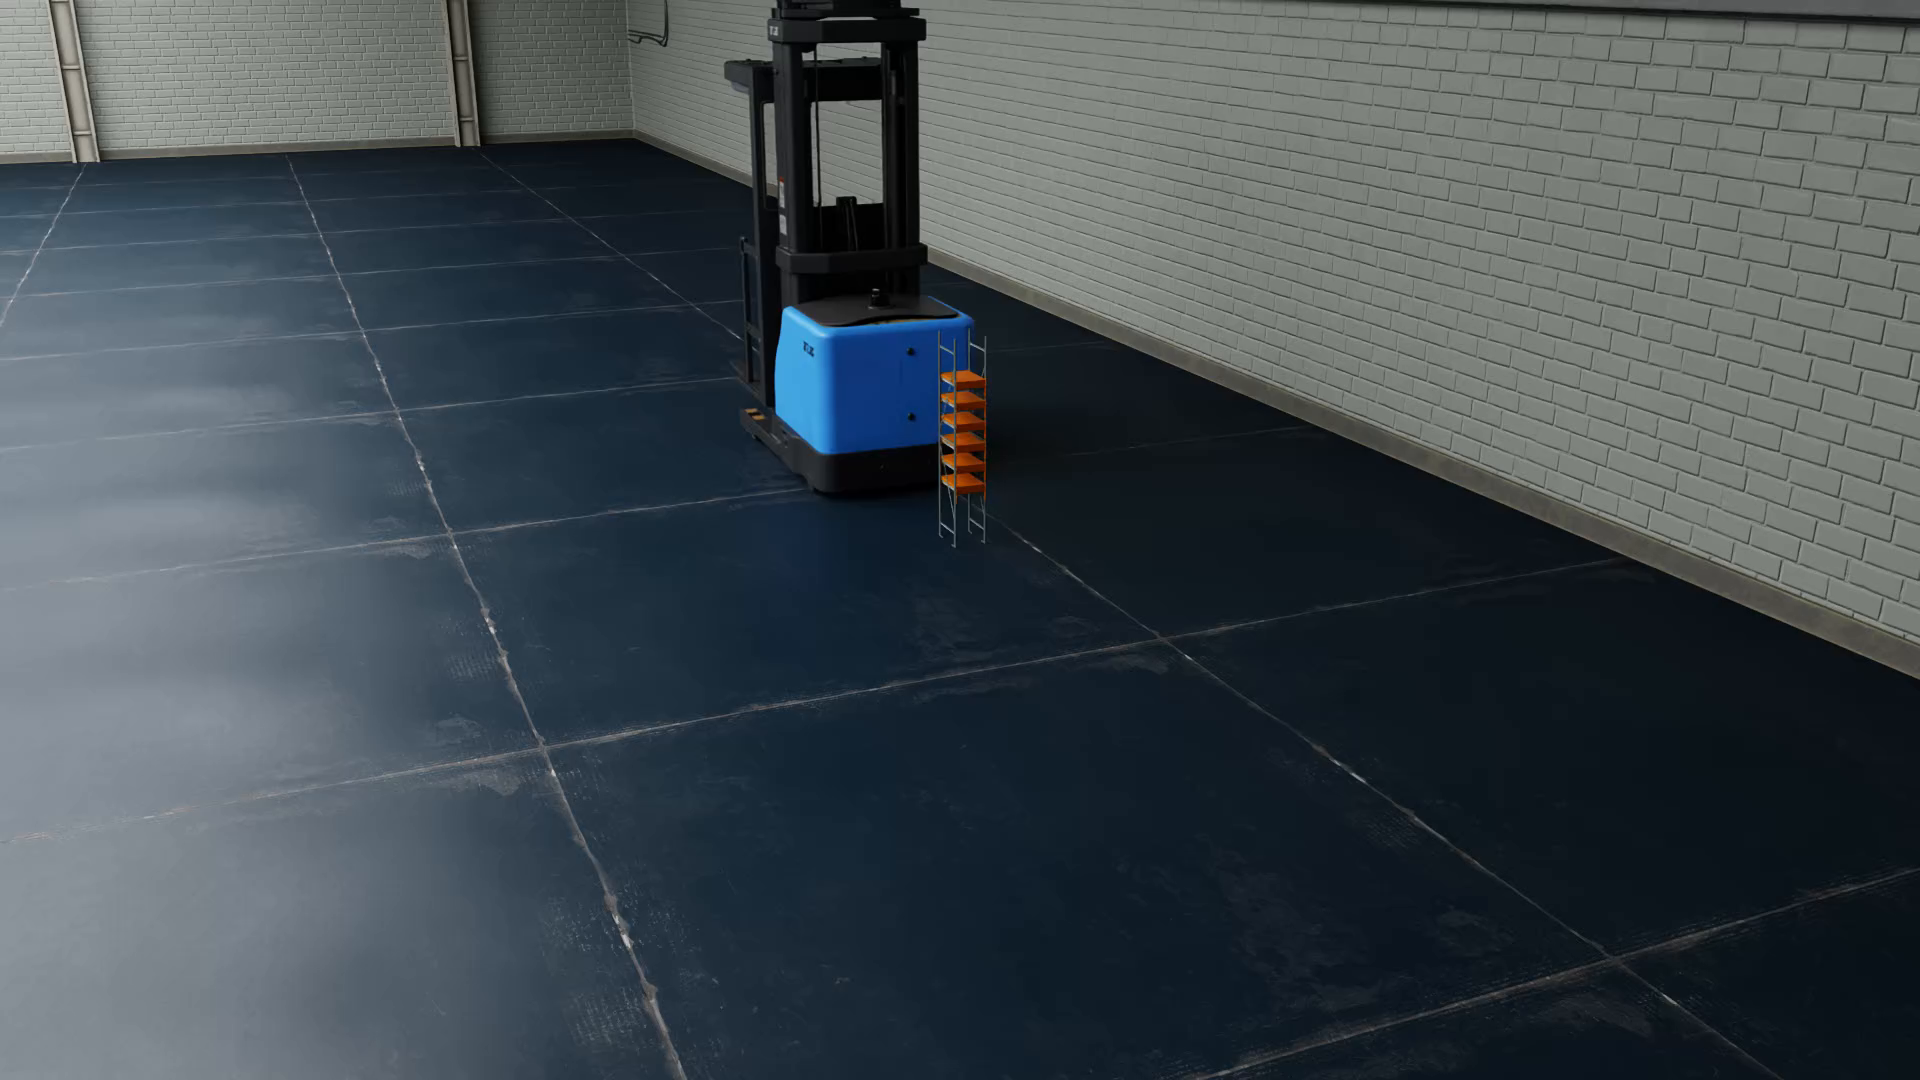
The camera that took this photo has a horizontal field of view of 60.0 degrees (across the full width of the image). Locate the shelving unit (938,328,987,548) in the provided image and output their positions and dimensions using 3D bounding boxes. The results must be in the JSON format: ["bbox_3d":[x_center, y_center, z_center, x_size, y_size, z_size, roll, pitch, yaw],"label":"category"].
[{"bbox_3d":[0.013,-0.568,9.328,0.189,1.200,0.258,-8,21,-22],"label":"shelving unit"}]

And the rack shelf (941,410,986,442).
[{"bbox_3d":[0.013,-0.639,9.303,0.180,0.103,0.258,-8,21,-22],"label":"rack shelf"}]

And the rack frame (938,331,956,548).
[{"bbox_3d":[-0.071,-0.556,9.294,0.006,1.200,0.240,-8,21,-22],"label":"rack frame"}]

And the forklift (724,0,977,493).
[{"bbox_3d":[-0.902,-2.123,11.139,1.130,2.935,3.031,-7,21,-20],"label":"forklift"}]

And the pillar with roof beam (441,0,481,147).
[{"bbox_3d":[-6.938,-9.863,23.985,0.400,9.000,9.100,-8,21,-22],"label":"pillar with roof beam"}]

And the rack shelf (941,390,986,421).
[{"bbox_3d":[0.013,-0.752,9.263,0.180,0.103,0.258,-8,21,-22],"label":"rack shelf"}]

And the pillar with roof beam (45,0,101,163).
[{"bbox_3d":[-12.447,-9.074,21.744,0.400,9.000,9.100,-8,21,-22],"label":"pillar with roof beam"}]

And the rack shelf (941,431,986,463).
[{"bbox_3d":[0.013,-0.526,9.343,0.180,0.103,0.258,-8,21,-22],"label":"rack shelf"}]

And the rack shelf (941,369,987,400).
[{"bbox_3d":[0.013,-0.866,9.223,0.180,0.103,0.258,-8,21,-22],"label":"rack shelf"}]

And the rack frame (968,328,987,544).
[{"bbox_3d":[0.097,-0.580,9.362,0.006,1.200,0.240,-8,21,-22],"label":"rack frame"}]

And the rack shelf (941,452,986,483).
[{"bbox_3d":[0.013,-0.413,9.383,0.180,0.103,0.258,-8,21,-22],"label":"rack shelf"}]

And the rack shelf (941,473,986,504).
[{"bbox_3d":[0.013,-0.300,9.423,0.180,0.103,0.258,-8,21,-22],"label":"rack shelf"}]

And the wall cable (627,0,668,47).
[{"bbox_3d":[-5.414,-9.696,28.185,0.112,2.526,3.097,-8,21,-22],"label":"wall cable"}]
